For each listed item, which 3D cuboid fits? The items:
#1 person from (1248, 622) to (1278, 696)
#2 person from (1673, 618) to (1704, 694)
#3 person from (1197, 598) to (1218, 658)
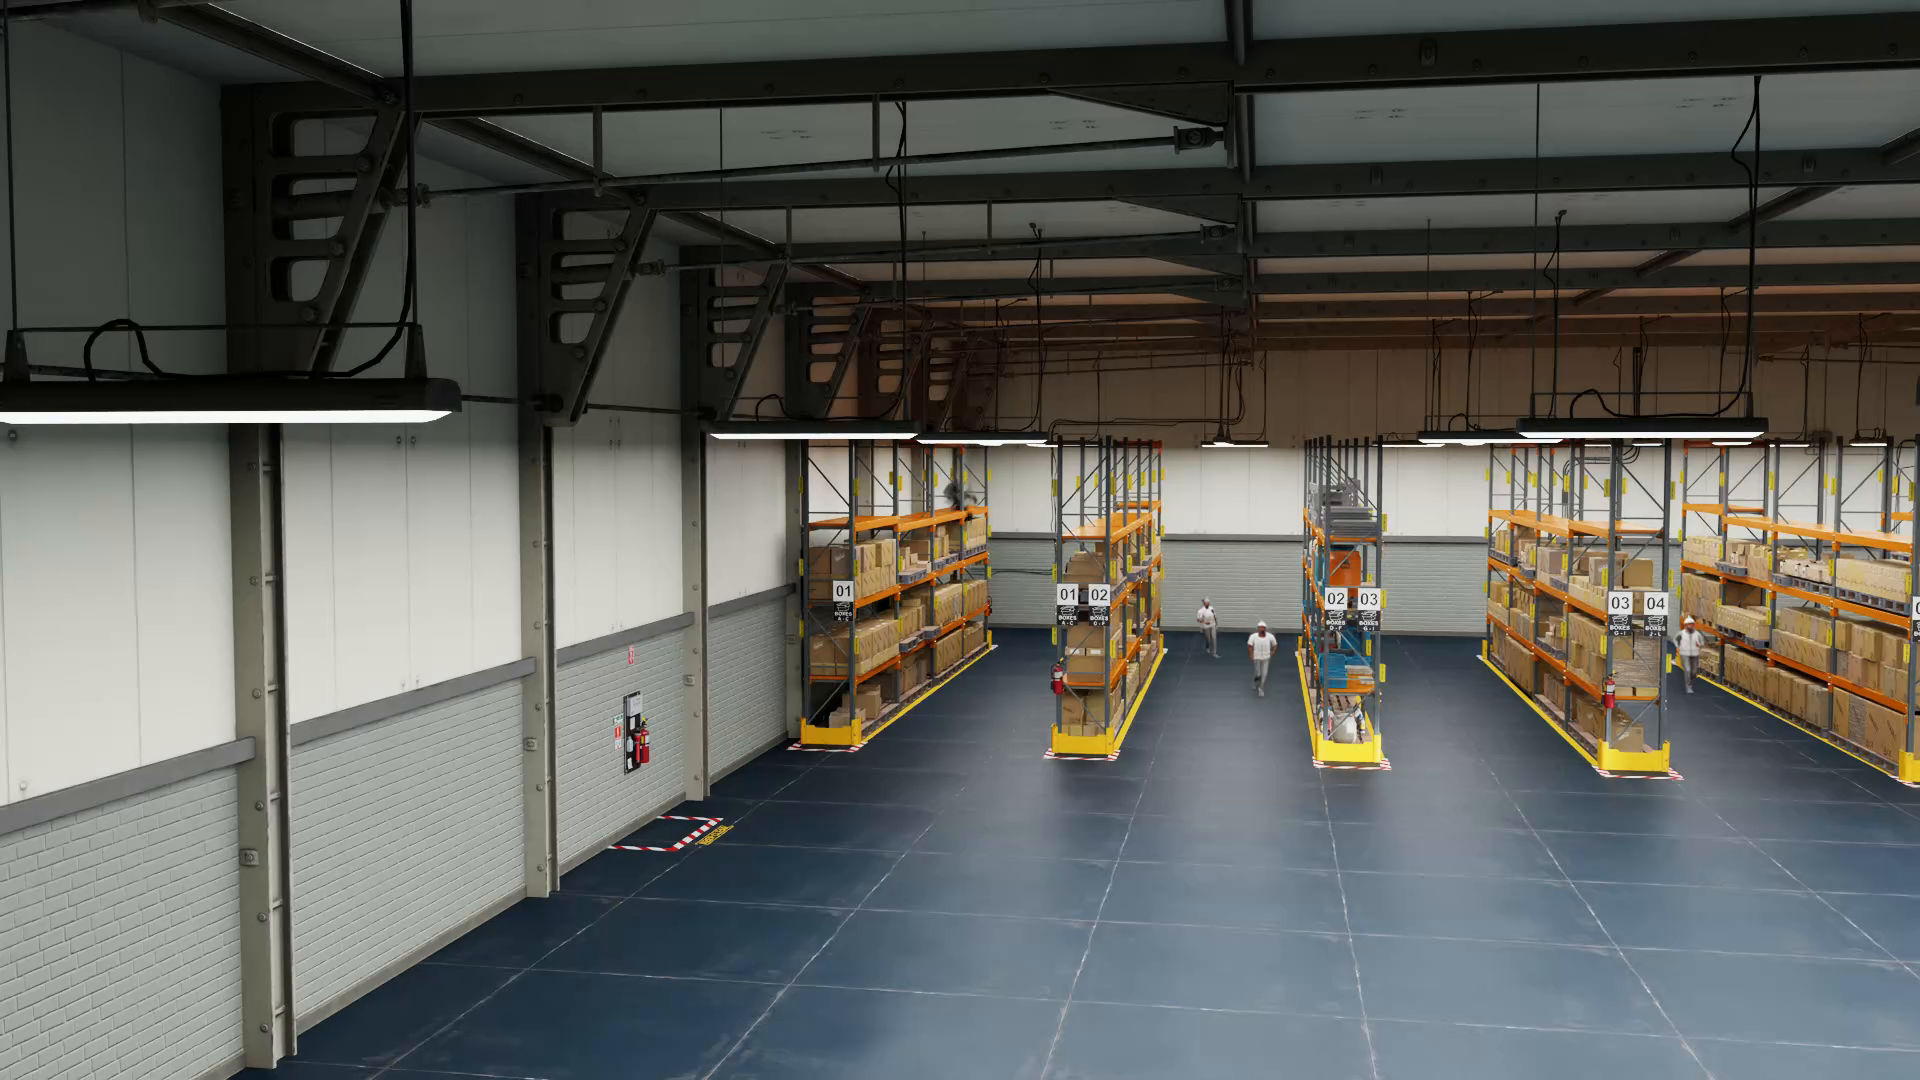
[{"bbox_3d":[7.065,2.767,38.812,0.691,1.734,0.632,0,3,8],"label":"person"},{"bbox_3d":[17.199,2.710,39.227,0.665,1.750,0.940,1,3,10],"label":"person"},{"bbox_3d":[6.855,2.421,46.116,0.618,1.654,0.750,-1,3,-14],"label":"person"}]
